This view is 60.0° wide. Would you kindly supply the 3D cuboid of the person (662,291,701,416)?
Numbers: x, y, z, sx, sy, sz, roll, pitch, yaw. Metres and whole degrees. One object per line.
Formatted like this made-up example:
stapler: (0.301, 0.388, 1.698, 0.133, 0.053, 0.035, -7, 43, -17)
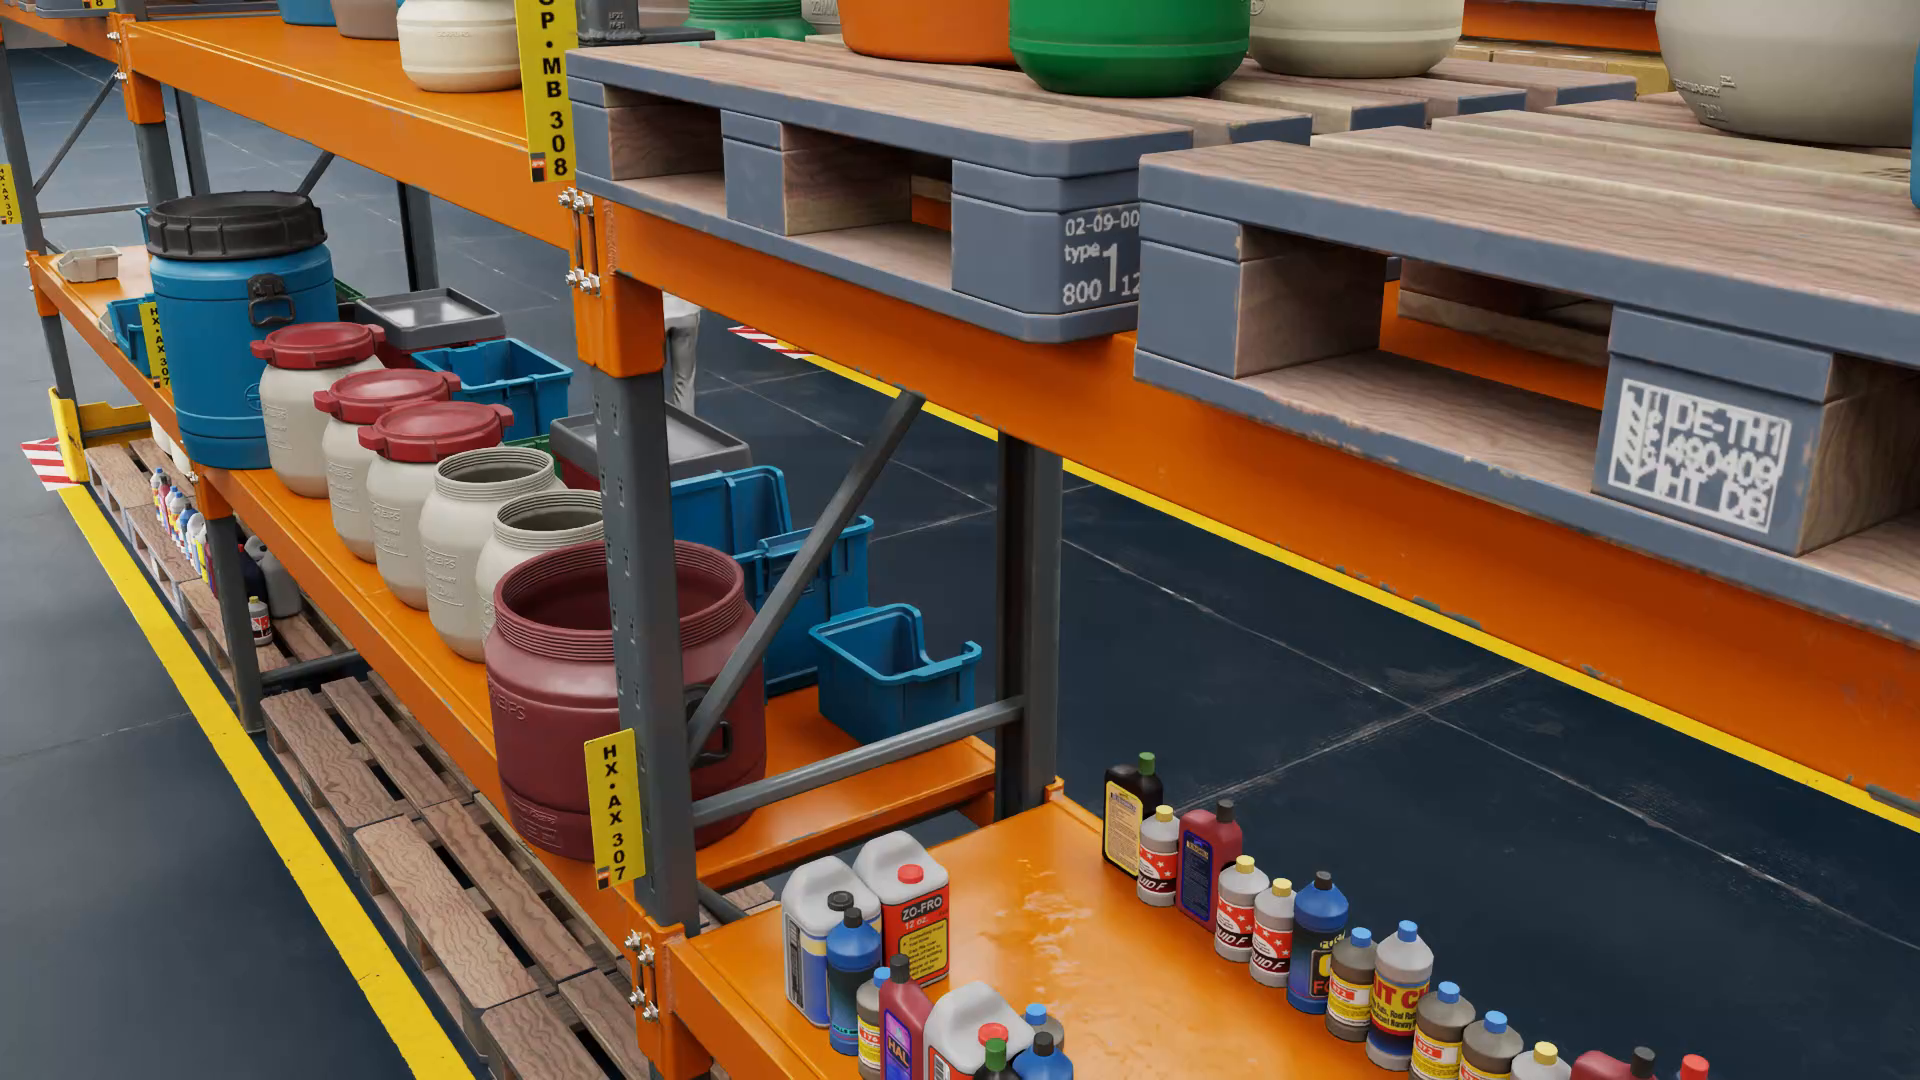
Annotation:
person: (-1.745, -1.321, 9.886, 0.483, 1.686, 0.822, -5, 22, -13)
